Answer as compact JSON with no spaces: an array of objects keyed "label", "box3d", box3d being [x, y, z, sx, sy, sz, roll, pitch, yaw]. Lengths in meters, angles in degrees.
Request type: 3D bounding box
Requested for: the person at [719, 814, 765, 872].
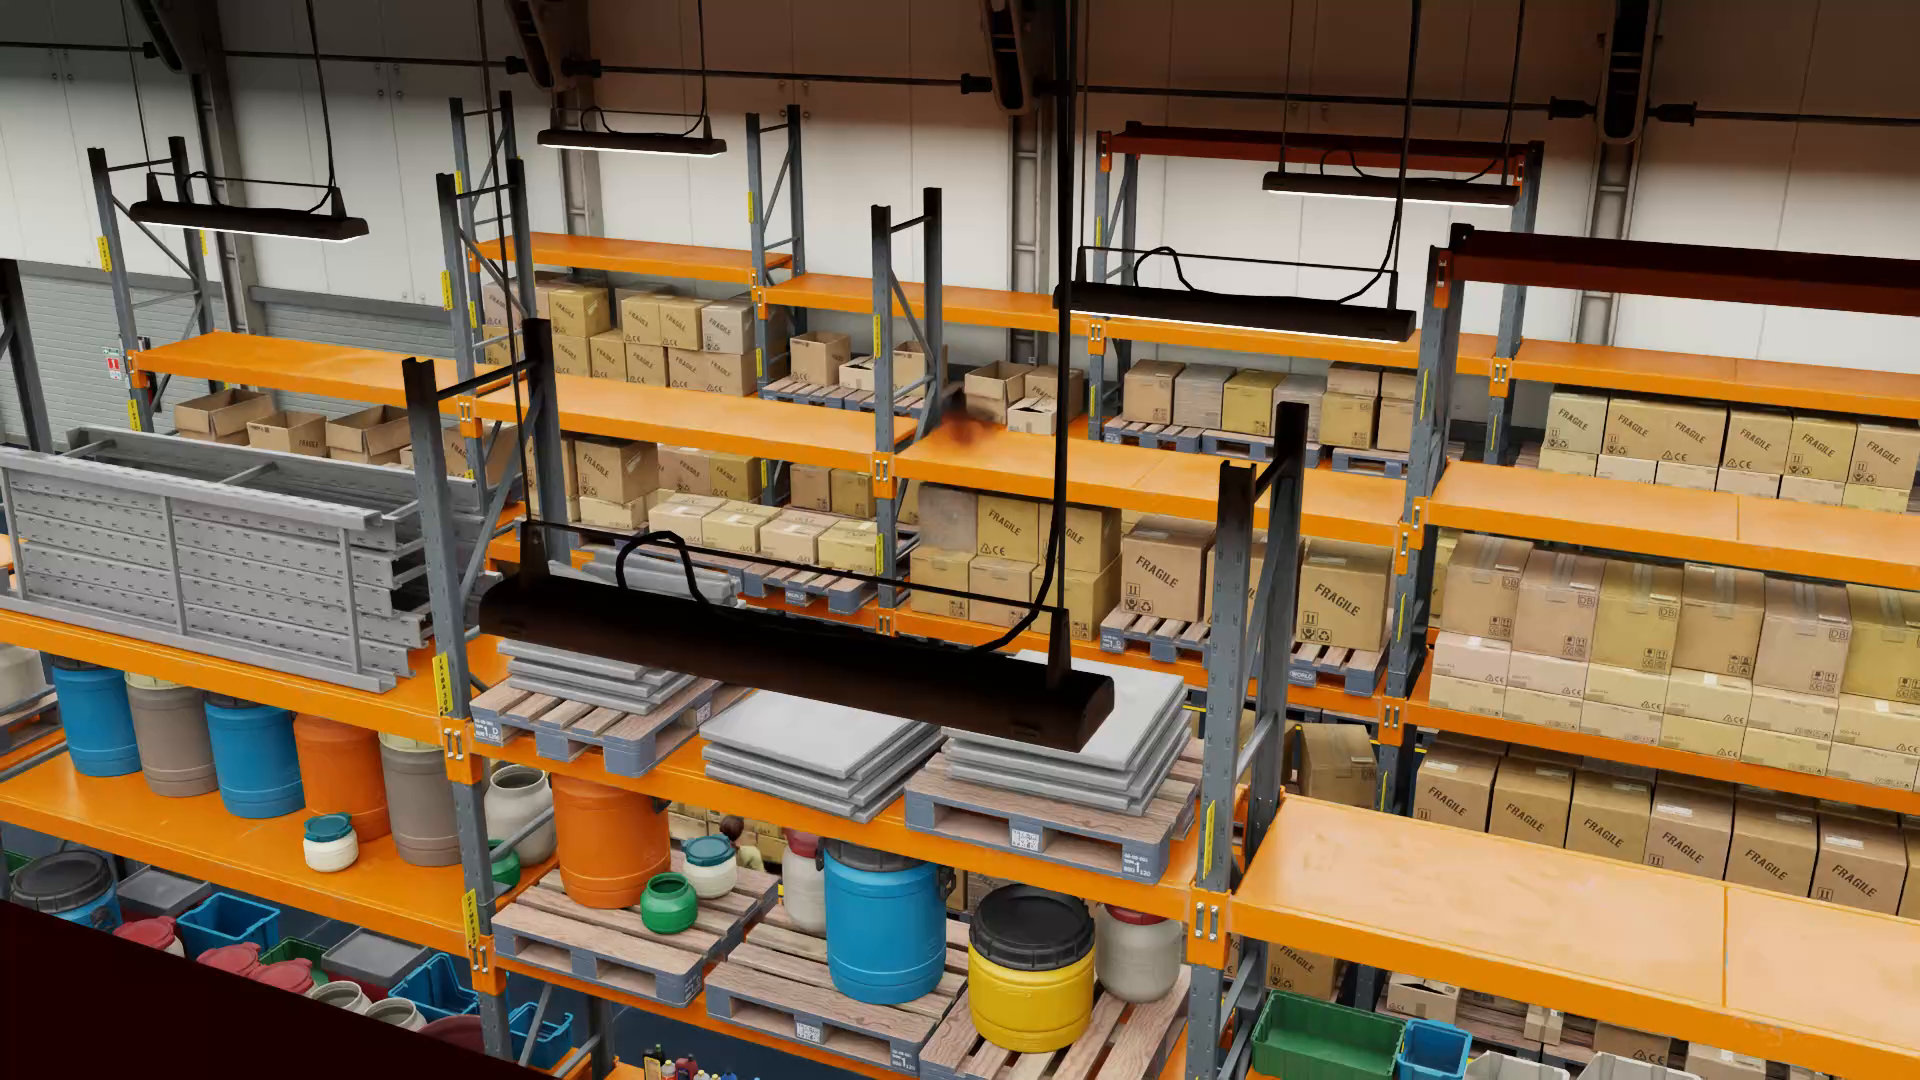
[{"label":"person","box3d":[-1.696,2.811,12.816,0.488,1.672,0.408,-1,21,-2]}]
